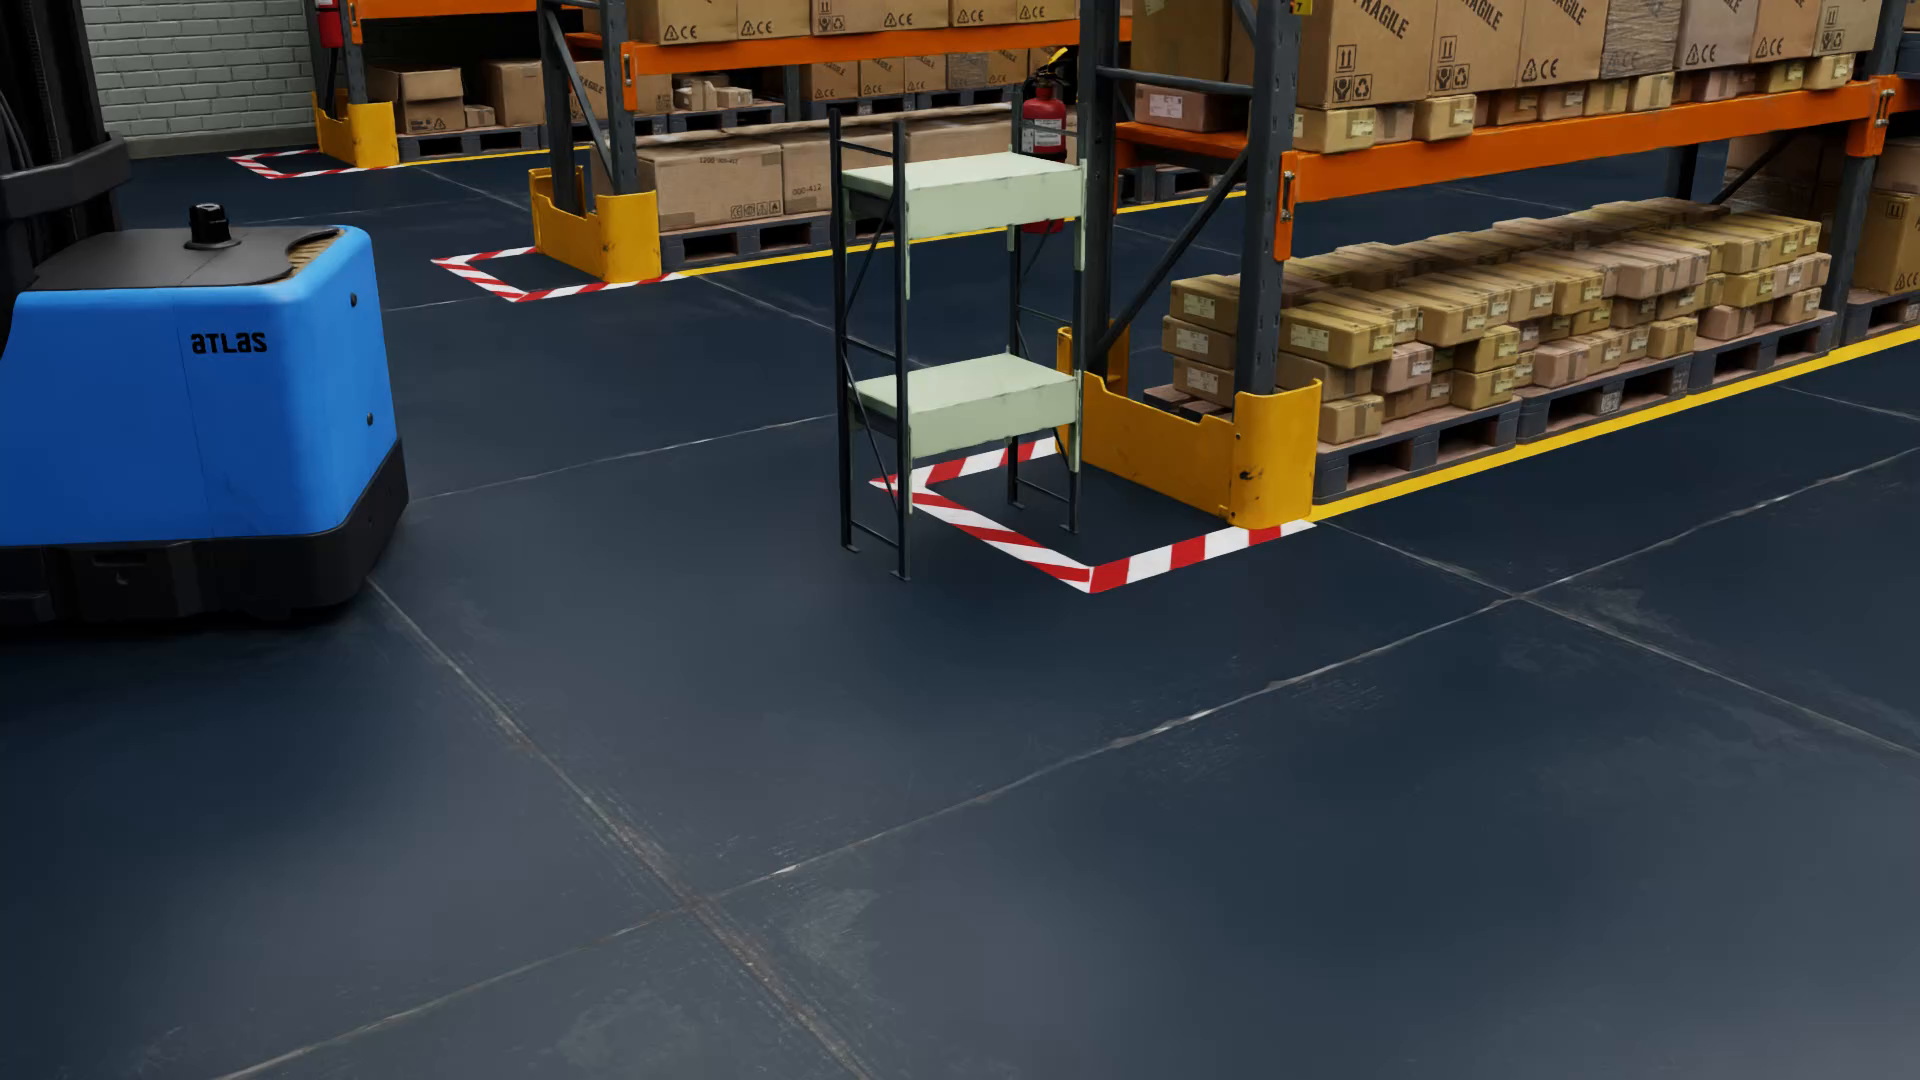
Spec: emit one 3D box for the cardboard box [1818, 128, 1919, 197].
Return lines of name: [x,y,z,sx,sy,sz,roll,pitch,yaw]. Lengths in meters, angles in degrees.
cardboard box: [4.784,-1.944,8.515,0.500,0.250,0.500,-16,27,-35]

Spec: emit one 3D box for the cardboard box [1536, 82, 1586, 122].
cardboard box: [2.251,-1.773,6.632,0.250,0.149,0.380,-16,27,-34]

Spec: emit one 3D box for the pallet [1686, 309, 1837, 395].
pallet: [3.506,-1.030,8.193,1.213,0.211,1.003,-15,26,-33]

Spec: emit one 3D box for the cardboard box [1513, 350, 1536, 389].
cardboard box: [2.181,-0.747,7.000,0.250,0.149,0.380,-15,26,-33]

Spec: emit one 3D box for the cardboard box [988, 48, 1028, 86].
cardboard box: [0.349,-4.965,17.098,0.500,0.500,0.500,-14,25,-31]

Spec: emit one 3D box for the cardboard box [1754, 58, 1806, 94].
cardboard box: [3.538,-2.104,7.460,0.250,0.149,0.380,-14,26,-31]

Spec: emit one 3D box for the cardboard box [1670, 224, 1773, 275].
cardboard box: [3.511,-1.350,7.709,0.250,0.149,0.380,-15,26,-33]

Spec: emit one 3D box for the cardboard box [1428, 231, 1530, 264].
cardboard box: [2.346,-1.285,7.548,0.250,0.149,0.380,-15,26,-33]

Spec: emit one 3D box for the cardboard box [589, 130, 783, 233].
cardboard box: [-1.712,-2.261,10.405,0.875,0.438,0.875,-16,27,-35]

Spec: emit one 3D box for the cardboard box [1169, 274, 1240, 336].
cardboard box: [1.065,-0.953,6.715,0.250,0.149,0.380,-15,26,-32]

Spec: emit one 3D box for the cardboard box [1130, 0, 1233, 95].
cardboard box: [0.998,-1.975,6.261,0.500,0.500,0.500,-14,26,-32]

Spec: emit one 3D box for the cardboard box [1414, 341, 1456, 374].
cardboard box: [1.761,-0.782,6.688,0.250,0.149,0.380,-15,26,-32]

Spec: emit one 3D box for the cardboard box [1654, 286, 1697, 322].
cardboard box: [3.084,-1.115,7.522,0.250,0.149,0.380,-14,26,-32]

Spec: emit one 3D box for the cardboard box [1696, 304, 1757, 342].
cardboard box: [3.474,-1.057,7.778,0.250,0.149,0.380,-16,27,-35]

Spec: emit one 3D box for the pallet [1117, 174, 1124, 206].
pallet: [0.394,-2.512,11.907,1.213,0.211,1.003,-15,26,-33]

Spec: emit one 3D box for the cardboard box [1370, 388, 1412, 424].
cardboard box: [1.560,-0.585,6.594,0.250,0.149,0.380,-15,26,-33]

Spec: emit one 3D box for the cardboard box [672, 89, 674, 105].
cardboard box: [-2.871,-4.146,15.519,0.250,0.149,0.380,-15,26,-34]

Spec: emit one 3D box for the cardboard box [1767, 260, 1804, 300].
cardboard box: [3.748,-1.264,7.895,0.250,0.149,0.380,-16,27,-35]

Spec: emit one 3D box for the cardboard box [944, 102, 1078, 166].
cardboard box: [0.485,-2.850,11.881,0.875,0.438,0.875,-15,26,-34]

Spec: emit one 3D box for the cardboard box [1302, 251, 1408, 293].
cardboard box: [1.686,-1.122,7.137,0.250,0.149,0.380,-16,27,-35]

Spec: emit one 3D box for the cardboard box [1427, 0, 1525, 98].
cardboard box: [1.729,-1.937,6.168,0.500,0.500,0.500,-15,26,-33]

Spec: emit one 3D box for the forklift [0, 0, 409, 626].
forklift: [-3.467,-1.190,5.010,3.031,2.867,1.129,-2,22,-6]

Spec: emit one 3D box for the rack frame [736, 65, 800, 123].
rack frame: [-1.845,-5.441,15.484,0.127,3.000,1.000,-15,26,-33]

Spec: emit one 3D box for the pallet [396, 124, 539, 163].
pallet: [-4.383,-3.469,14.306,1.213,0.211,1.003,-15,26,-33]

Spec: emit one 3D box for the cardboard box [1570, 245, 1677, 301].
cardboard box: [2.878,-1.169,7.255,0.250,0.149,0.380,-16,27,-35]

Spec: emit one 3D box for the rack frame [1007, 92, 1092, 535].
rack frame: [0.303,-0.777,5.821,0.023,1.500,0.400,-15,26,-33]

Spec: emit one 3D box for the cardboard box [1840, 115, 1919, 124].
cardboard box: [4.912,-2.208,9.176,0.500,0.250,0.500,-14,25,-30]

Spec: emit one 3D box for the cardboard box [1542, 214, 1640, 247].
cardboard box: [2.996,-1.441,7.939,0.250,0.149,0.380,-16,27,-34]

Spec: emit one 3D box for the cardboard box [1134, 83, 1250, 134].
cardboard box: [0.883,-1.654,6.333,0.250,0.149,0.380,-15,26,-33]

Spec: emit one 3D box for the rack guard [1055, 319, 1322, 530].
rack guard: [0.845,-0.471,6.401,0.348,0.500,1.175,-15,26,-33]

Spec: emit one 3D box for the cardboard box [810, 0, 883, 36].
cardboard box: [-0.815,-3.369,10.157,0.500,0.500,0.500,-15,26,-33]

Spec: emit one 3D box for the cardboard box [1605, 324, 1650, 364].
cardboard box: [2.820,-0.904,7.395,0.250,0.149,0.380,-14,26,-32]

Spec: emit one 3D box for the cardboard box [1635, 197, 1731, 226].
cardboard box: [3.629,-1.616,8.376,0.250,0.149,0.380,-14,26,-31]

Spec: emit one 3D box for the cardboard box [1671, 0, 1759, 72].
cardboard box: [2.976,-2.257,6.968,0.500,0.500,0.500,-15,26,-33]

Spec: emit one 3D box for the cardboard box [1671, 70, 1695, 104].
cardboard box: [2.873,-1.948,7.071,0.250,0.149,0.380,-15,26,-34]

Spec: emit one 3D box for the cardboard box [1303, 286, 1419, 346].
cardboard box: [1.560,-0.870,6.506,0.250,0.149,0.380,-14,26,-32]

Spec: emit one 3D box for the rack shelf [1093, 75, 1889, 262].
rack shelf: [2.407,-1.714,7.115,4.000,0.370,1.077,-15,26,-33]

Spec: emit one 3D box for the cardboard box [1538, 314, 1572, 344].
cardboard box: [2.388,-0.962,7.140,0.250,0.149,0.380,-13,25,-30]

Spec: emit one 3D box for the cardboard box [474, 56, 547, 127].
cardboard box: [-3.823,-3.886,14.394,0.500,0.500,0.700,-14,26,-31]

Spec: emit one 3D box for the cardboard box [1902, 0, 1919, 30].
cardboard box: [4.619,-2.506,7.902,0.250,0.149,0.380,-16,27,-35]

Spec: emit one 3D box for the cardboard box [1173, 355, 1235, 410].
cardboard box: [1.089,-0.663,6.790,0.250,0.149,0.380,-14,26,-32]

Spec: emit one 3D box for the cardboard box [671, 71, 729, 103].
cardboard box: [-2.519,-4.315,15.724,0.500,0.311,0.500,-14,26,-31]

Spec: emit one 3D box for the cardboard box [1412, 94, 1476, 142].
cardboard box: [1.670,-1.580,6.147,0.250,0.149,0.380,-16,27,-34]

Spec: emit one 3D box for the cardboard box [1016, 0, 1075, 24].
cardboard box: [0.416,-3.704,10.998,0.500,0.500,0.500,-16,27,-34]

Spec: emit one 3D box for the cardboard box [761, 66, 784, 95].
cardboard box: [-1.619,-4.670,16.359,0.500,0.500,0.500,-15,26,-33]

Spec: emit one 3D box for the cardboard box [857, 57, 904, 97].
cardboard box: [-0.894,-4.630,16.259,0.500,0.500,0.500,-15,26,-34]

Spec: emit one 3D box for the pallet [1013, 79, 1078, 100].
pallet: [0.774,-4.861,17.794,1.213,0.211,1.003,-15,26,-33]

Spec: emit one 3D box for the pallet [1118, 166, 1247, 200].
pallet: [1.640,-2.843,12.736,1.213,0.211,1.003,-15,26,-33]

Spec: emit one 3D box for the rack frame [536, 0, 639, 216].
rack frame: [-2.190,-3.083,9.574,0.127,3.000,1.000,-15,26,-33]

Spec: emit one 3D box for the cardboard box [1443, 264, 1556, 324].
cardboard box: [2.223,-1.021,6.886,0.250,0.149,0.380,-14,26,-31]

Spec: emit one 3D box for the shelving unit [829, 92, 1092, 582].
shelving unit: [0.005,-0.698,5.622,0.755,1.500,0.431,-15,26,-33]

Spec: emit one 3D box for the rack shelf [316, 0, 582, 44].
rack shelf: [-3.468,-4.674,14.533,4.000,0.370,1.077,-15,26,-33]
